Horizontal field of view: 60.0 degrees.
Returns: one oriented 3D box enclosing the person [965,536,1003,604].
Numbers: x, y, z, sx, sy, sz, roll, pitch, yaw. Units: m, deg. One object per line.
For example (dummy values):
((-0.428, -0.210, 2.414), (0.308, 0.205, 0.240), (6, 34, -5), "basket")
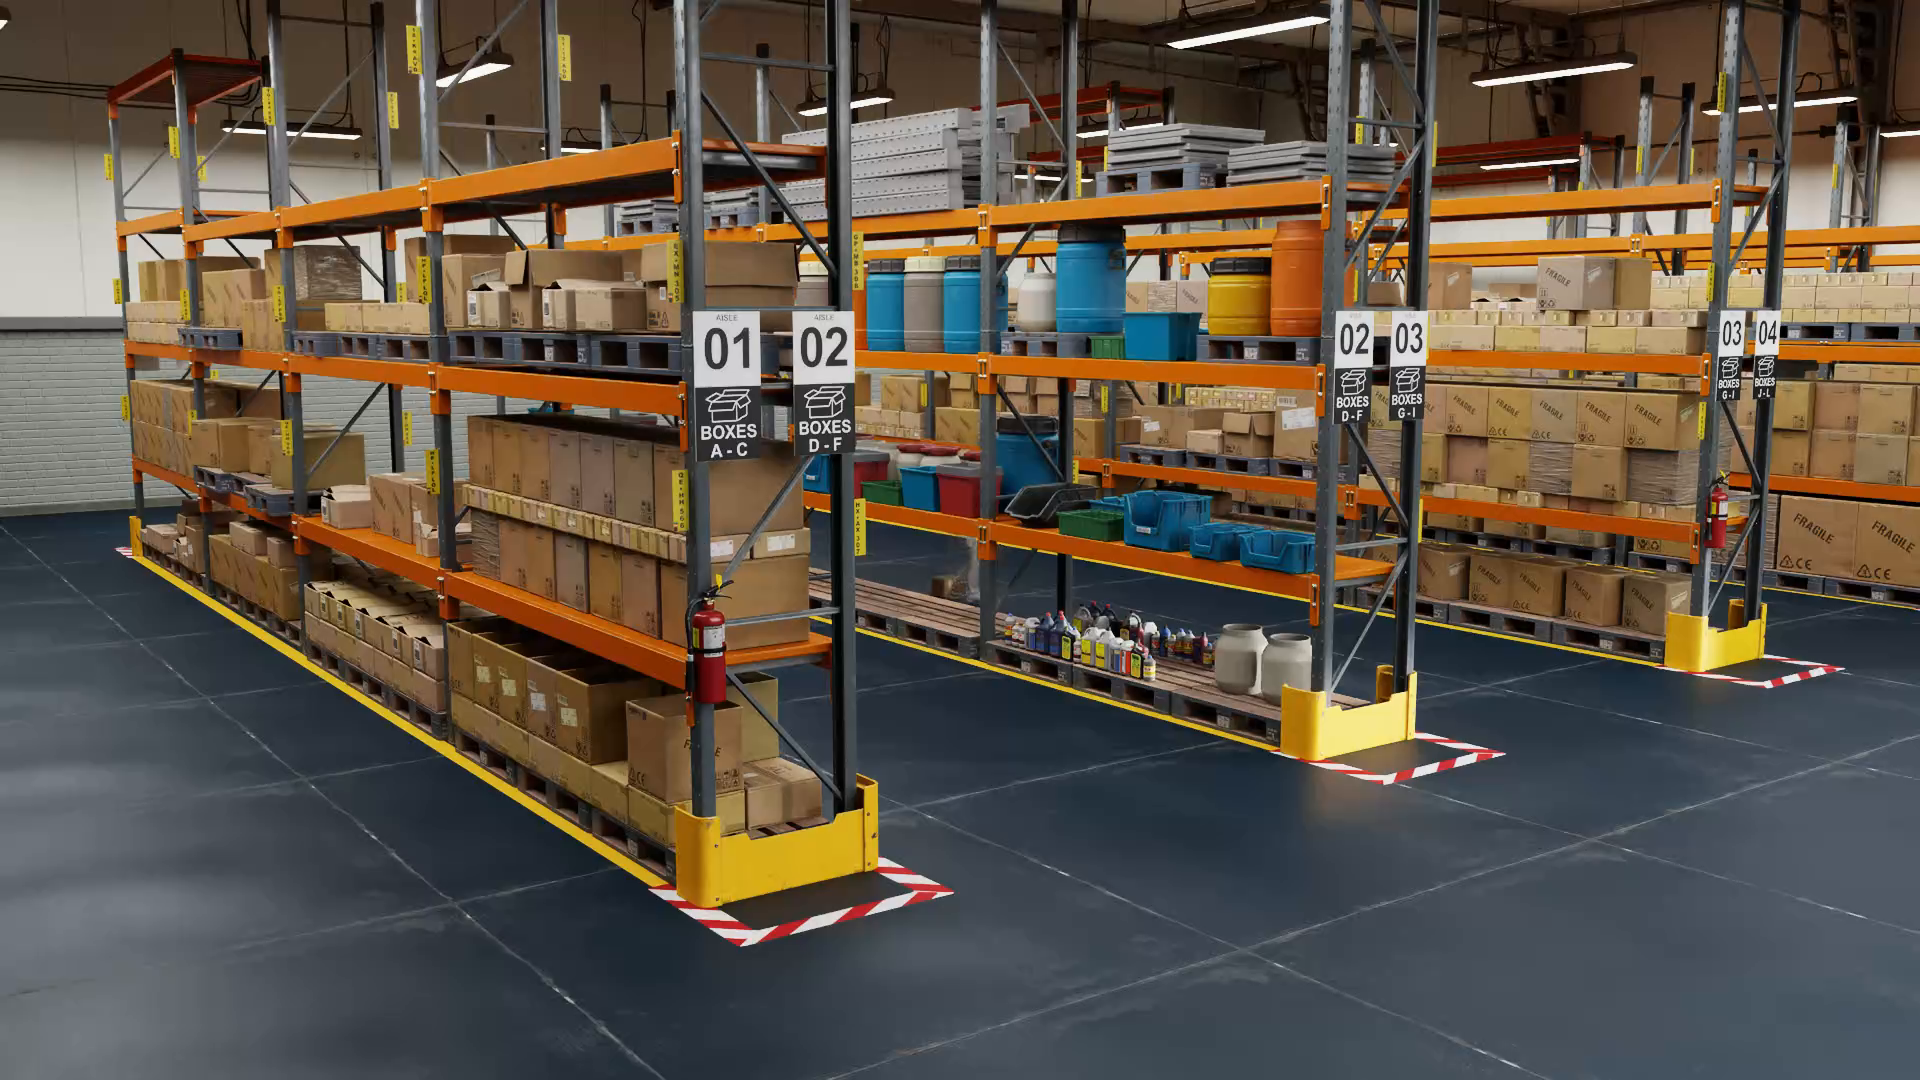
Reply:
((0.198, -0.131, 18.126), (0.480, 1.667, 0.527), (6, 10, 37), "person")
